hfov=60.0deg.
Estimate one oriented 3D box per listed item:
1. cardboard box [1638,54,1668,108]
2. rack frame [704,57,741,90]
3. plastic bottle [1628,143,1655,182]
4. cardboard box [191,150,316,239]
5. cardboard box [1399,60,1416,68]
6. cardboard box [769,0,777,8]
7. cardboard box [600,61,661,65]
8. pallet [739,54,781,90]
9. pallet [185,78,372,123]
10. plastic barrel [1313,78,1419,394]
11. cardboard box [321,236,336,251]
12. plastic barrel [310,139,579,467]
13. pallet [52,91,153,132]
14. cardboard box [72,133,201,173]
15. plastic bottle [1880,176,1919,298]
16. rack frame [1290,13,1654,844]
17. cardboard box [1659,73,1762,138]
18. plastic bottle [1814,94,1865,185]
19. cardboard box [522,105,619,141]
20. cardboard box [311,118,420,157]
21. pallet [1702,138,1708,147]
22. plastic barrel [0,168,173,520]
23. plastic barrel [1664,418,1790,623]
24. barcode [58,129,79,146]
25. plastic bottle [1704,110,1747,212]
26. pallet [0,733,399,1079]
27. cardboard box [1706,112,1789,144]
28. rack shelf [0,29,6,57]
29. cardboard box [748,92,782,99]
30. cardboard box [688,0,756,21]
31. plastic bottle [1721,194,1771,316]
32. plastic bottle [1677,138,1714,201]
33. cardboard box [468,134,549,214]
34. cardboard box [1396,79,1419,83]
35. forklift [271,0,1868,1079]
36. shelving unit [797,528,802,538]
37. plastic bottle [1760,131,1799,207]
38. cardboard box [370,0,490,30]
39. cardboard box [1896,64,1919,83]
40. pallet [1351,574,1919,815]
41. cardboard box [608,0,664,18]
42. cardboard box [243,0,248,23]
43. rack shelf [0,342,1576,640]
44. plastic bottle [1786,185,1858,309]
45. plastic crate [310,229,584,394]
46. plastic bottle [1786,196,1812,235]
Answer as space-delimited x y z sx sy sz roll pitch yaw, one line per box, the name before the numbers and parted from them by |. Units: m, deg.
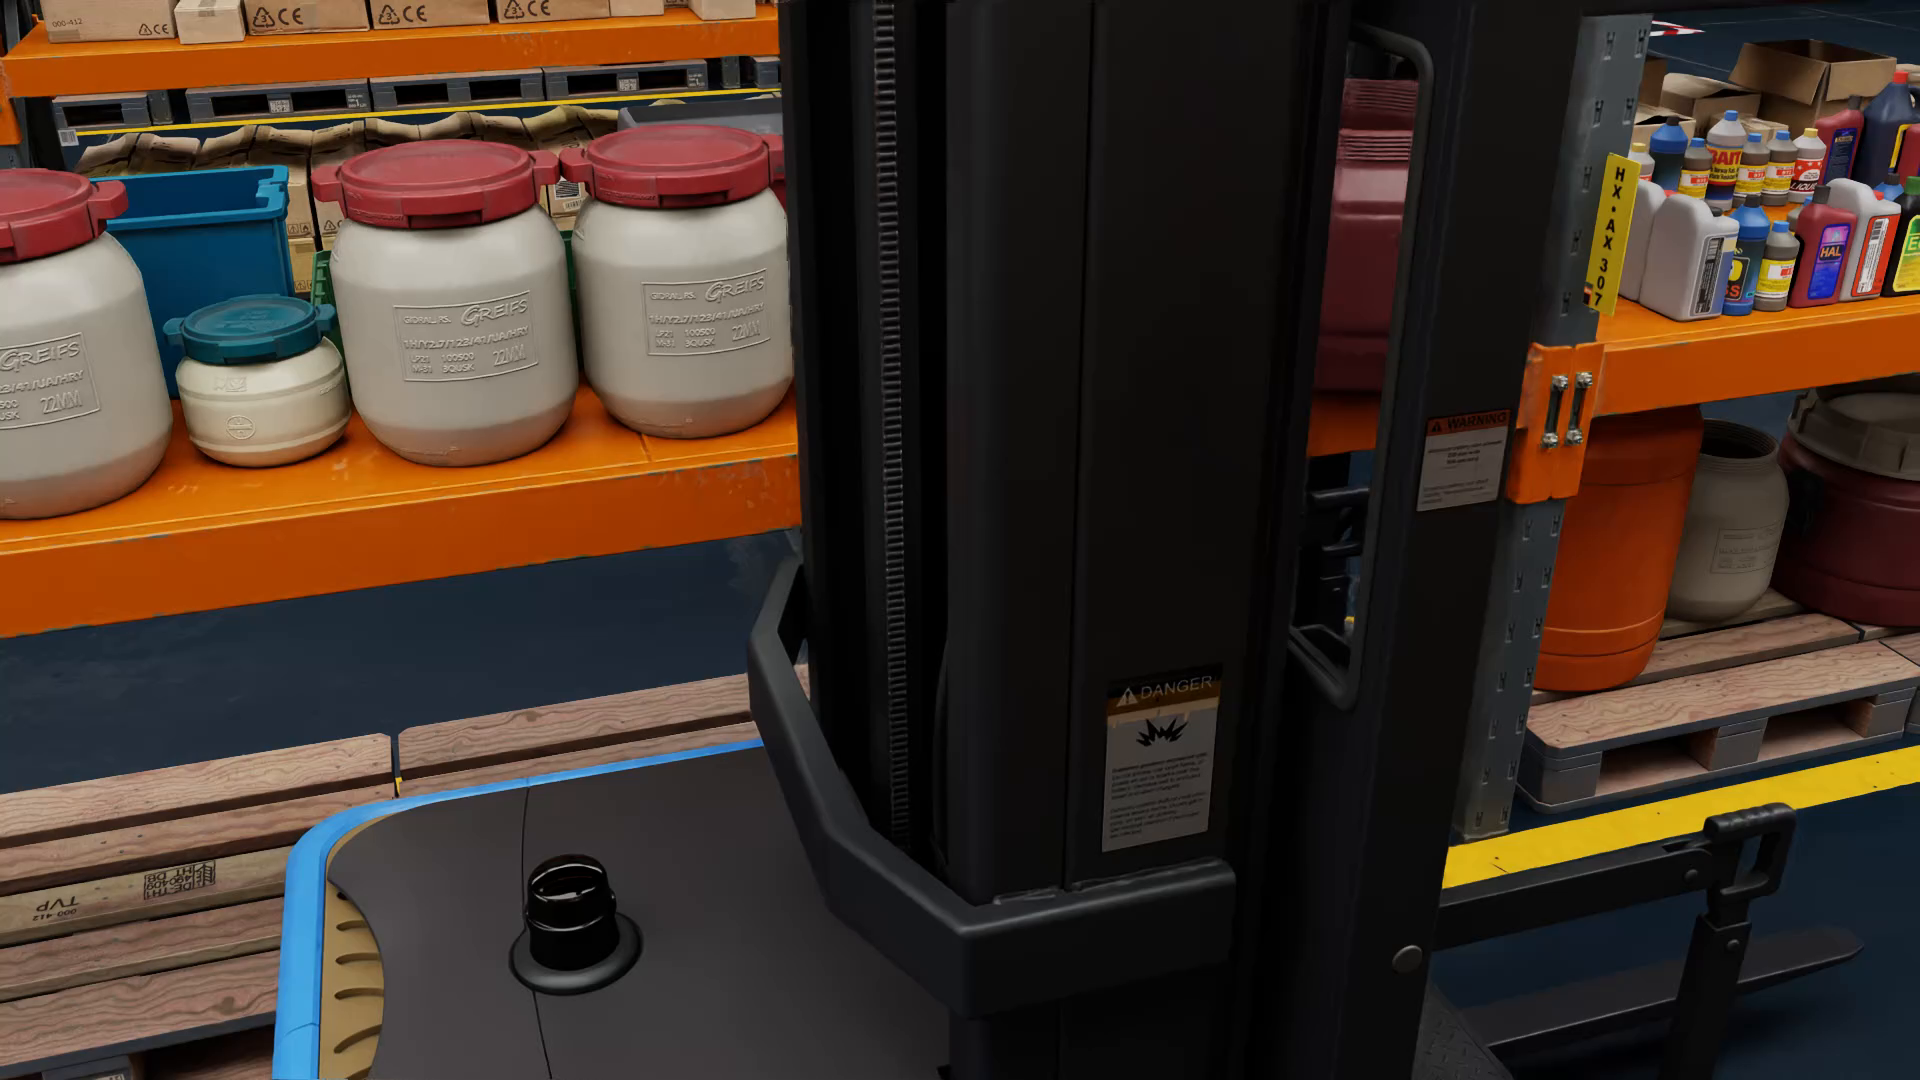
cardboard box | 3.910 -2.716 10.164 0.500 0.500 0.500 -8 28 -16
rack frame | -1.885 -4.983 12.415 0.127 3.000 1.000 -8 28 -16
plastic bottle | 1.863 -0.995 4.604 0.097 0.201 0.097 0 26 0
cardboard box | -3.203 -1.565 7.517 0.500 0.311 0.500 -9 28 -17
cardboard box | 2.920 -2.554 9.838 0.500 0.500 0.500 -10 28 -18
cardboard box | -0.707 -2.818 8.153 0.500 0.311 0.500 -7 27 -13
cardboard box | -2.553 -3.940 12.629 0.500 0.500 0.700 -8 27 -15
pallet | -1.112 -3.811 13.189 1.213 0.211 1.003 -8 28 -16
pallet | -4.949 -3.291 12.142 1.213 0.211 1.003 -8 28 -16
plastic barrel | 0.835 -0.663 3.560 0.708 0.536 0.600 -8 28 -16
cardboard box | -2.712 -1.388 7.793 0.500 0.250 0.500 -9 28 -18
plastic barrel | -0.945 -0.445 3.120 0.433 0.535 0.433 0 26 0
pallet | -6.316 -3.076 11.709 1.213 0.211 1.003 -8 28 -16
cardboard box | -3.855 -1.723 7.837 0.500 0.311 0.500 -8 28 -16
plastic bottle | 2.276 -0.728 3.974 0.133 0.283 0.061 -8 28 -16
rack frame | 1.183 -0.795 3.977 0.127 3.000 1.000 -8 28 -16
cardboard box | 4.623 -2.735 10.414 0.500 0.311 0.500 -8 28 -16
plastic bottle | 2.522 -1.136 4.796 0.133 0.283 0.061 -8 28 -16
cardboard box | -1.919 -2.004 8.403 0.500 0.311 0.500 -9 28 -17
cardboard box | -2.887 -1.865 8.123 0.500 0.311 0.500 -8 28 -16
pallet | 4.109 -2.285 10.116 1.213 0.211 1.003 -8 28 -16
plastic barrel | -1.643 -0.344 2.916 0.433 0.535 0.433 0 26 0
plastic barrel | 2.152 -0.058 4.820 0.421 0.512 0.421 0 26 0
barcode | -3.779 -1.705 7.048 0.075 0.075 0.001 -8 28 -16
plastic bottle | 2.140 -1.067 4.670 0.097 0.271 0.097 0 26 0
pallet | -1.886 0.881 3.739 1.213 0.211 1.003 -8 28 -16
cardboard box | 4.741 -2.458 10.019 0.250 0.166 0.380 -8 28 -16
rack shelf | -6.053 -1.741 6.692 4.000 0.370 1.077 -8 28 -16
cardboard box | -0.936 -2.149 8.695 0.500 0.311 0.500 -7 27 -14
cardboard box | -1.117 -2.536 7.768 0.250 0.149 0.380 -8 28 -16
plastic bottle | 1.813 -0.664 3.859 0.097 0.271 0.097 0 26 0
plastic bottle | 2.048 -1.022 4.658 0.097 0.201 0.097 0 26 0
cardboard box | -2.219 -1.710 7.811 0.500 0.311 0.500 -7 27 -15
cardboard box | 2.603 -2.264 9.253 0.500 0.500 0.500 -8 28 -16
forklift | 0.561 0.065 2.323 3.031 2.935 1.130 -8 28 -16
shelving unit | 0.006 -0.505 5.502 1.048 1.125 0.538 -8 28 -16
plastic bottle | 2.326 -1.062 4.739 0.097 0.201 0.097 0 26 0
cardboard box | -2.438 -2.624 7.549 0.500 0.500 0.500 -8 28 -16
cardboard box | 6.179 -2.933 10.881 0.500 0.250 0.500 -8 28 -16
pallet | 1.920 0.328 4.851 1.213 0.211 1.003 -8 28 -16
cardboard box | -1.543 -2.577 7.851 0.250 0.149 0.380 -6 27 -12
cardboard box | -3.372 -2.477 7.517 0.258 0.266 0.396 -9 28 -17
rack shelf | -0.719 -0.197 3.582 4.000 0.370 1.077 -8 28 -16
plastic bottle | 2.021 -0.691 3.900 0.133 0.283 0.061 -8 28 -16
plastic crate | -1.052 -0.508 3.638 0.662 0.188 0.450 -8 28 -16
plastic bottle | 2.078 -0.742 4.095 0.097 0.201 0.097 0 26 0
